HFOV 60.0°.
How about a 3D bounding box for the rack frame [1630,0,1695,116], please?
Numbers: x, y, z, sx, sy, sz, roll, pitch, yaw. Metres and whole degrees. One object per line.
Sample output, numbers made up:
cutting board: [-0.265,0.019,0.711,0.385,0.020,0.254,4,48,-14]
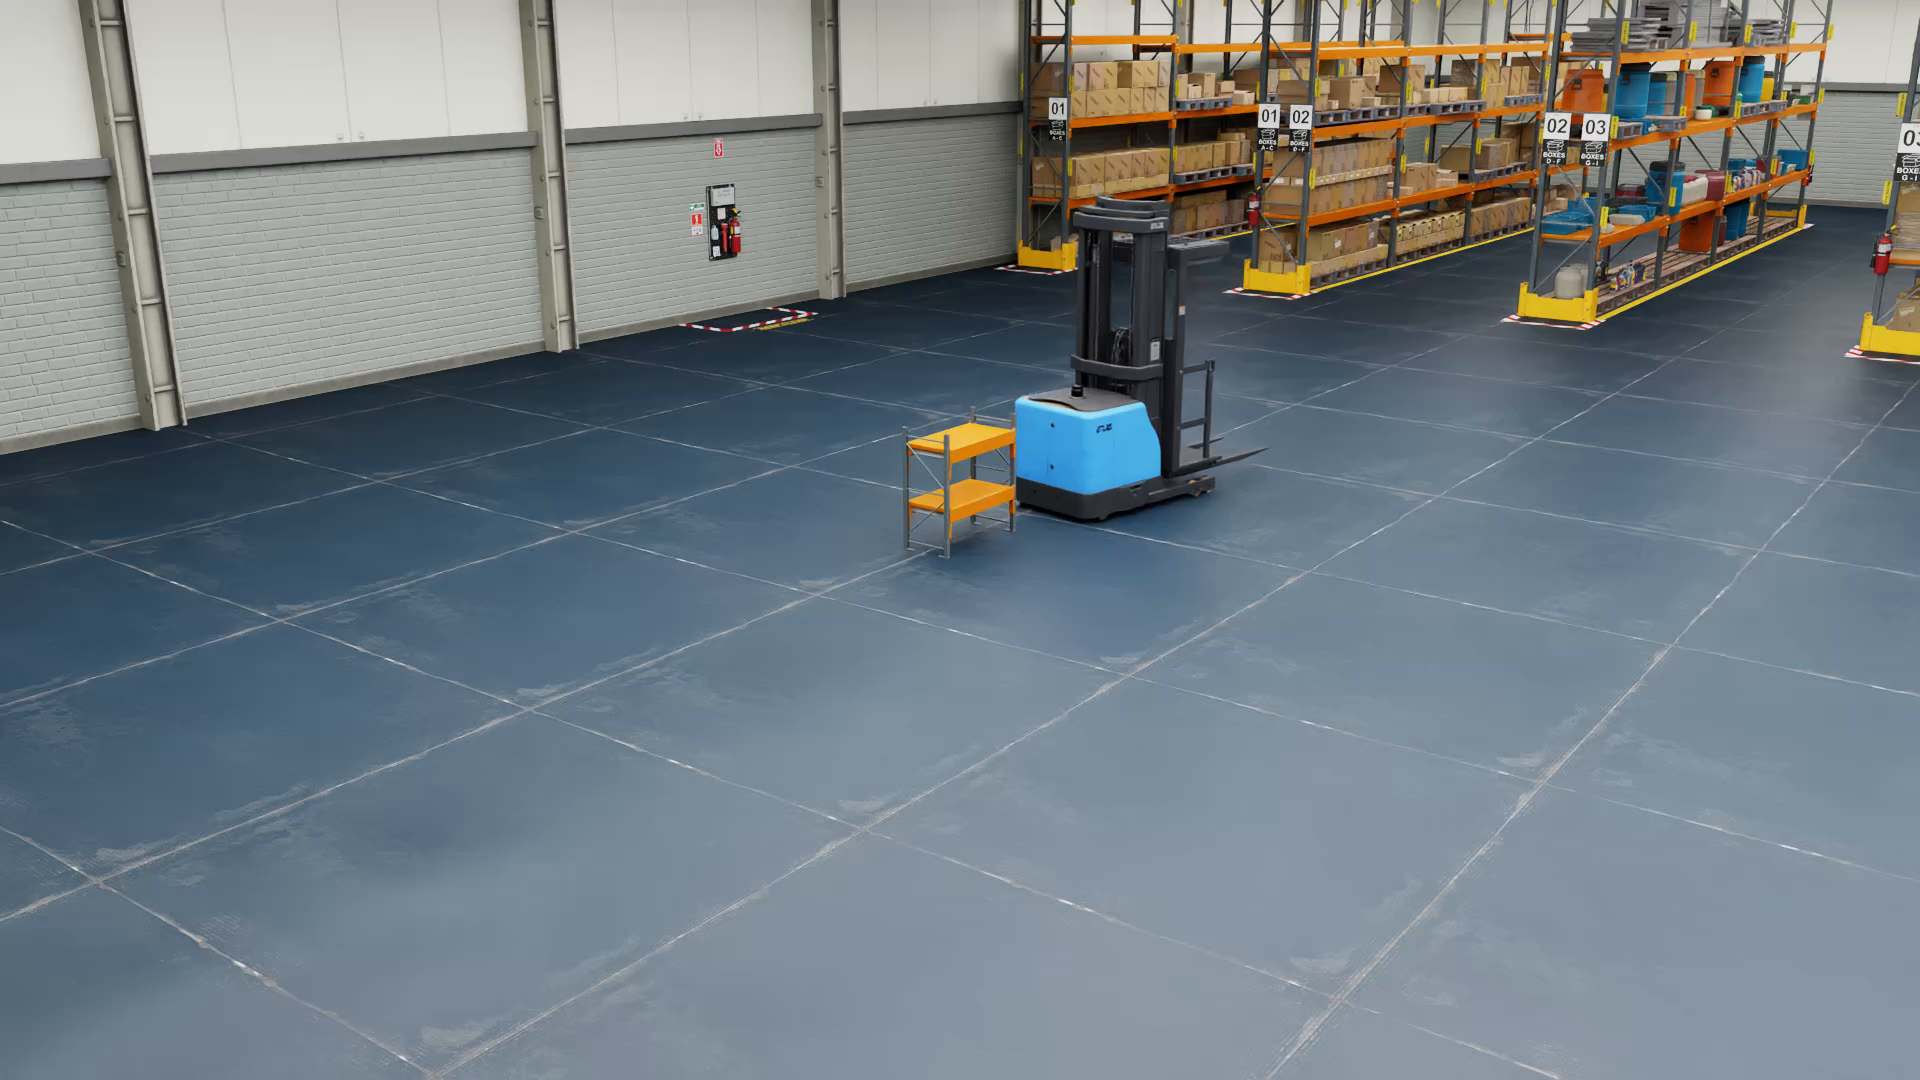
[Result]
rack frame: [11.980,-8.810,28.446,1.000,3.000,0.127,12,21,35]

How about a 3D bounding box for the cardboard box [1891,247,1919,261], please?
cardboard box: [13.579,-4.101,23.823,0.380,0.149,0.250,12,21,35]

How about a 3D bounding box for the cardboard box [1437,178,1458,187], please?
cardboard box: [10.074,-7.391,34.416,0.380,0.149,0.250,12,21,35]

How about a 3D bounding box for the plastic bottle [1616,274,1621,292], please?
plastic bottle: [11.077,-4.333,27.982,0.061,0.283,0.133,13,21,36]

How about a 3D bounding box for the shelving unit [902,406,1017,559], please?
shelving unit: [0.004,-0.539,15.088,0.538,1.125,1.048,12,21,35]

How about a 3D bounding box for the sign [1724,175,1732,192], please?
sign: [14.810,-6.880,32.072,0.100,0.325,0.005,12,21,35]

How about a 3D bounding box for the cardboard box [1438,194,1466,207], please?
cardboard box: [10.787,-7.427,36.316,0.500,0.250,0.500,13,22,37]

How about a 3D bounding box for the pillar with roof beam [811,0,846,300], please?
pillar with roof beam: [1.245,-7.738,24.994,9.100,9.000,0.400,12,21,35]

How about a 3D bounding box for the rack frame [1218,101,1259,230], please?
rack frame: [6.407,-8.648,38.041,1.000,3.000,0.127,12,21,35]

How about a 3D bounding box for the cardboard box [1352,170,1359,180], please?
cardboard box: [7.101,-6.710,30.538,0.380,0.149,0.250,13,22,36]

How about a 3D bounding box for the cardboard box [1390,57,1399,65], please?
cardboard box: [10.957,-12.299,42.850,0.500,0.500,0.500,12,21,35]

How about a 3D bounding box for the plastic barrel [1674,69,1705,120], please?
plastic barrel: [13.700,-8.412,31.378,0.600,0.901,0.600,0,17,0]

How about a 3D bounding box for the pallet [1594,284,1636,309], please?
pallet: [10.820,-4.169,28.319,1.003,0.211,1.213,12,21,35]

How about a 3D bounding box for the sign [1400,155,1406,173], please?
sign: [8.451,-7.175,31.703,0.100,0.325,0.005,12,21,35]

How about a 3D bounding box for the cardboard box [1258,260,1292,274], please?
cardboard box: [5.703,-4.936,30.015,0.500,0.250,0.500,12,21,35]

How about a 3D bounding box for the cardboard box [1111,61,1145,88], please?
cardboard box: [3.322,-9.237,32.991,0.500,0.500,0.500,12,21,33]

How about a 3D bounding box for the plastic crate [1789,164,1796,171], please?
plastic crate: [18.790,-8.480,37.842,0.396,0.136,0.243,12,21,35]

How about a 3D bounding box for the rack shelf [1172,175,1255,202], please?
rack shelf: [5.216,-7.828,36.614,1.077,0.370,4.000,12,21,35]

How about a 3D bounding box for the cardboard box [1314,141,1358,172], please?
cardboard box: [6.848,-7.023,30.452,0.700,0.500,0.500,12,21,35]

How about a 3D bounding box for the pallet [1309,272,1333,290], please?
pallet: [6.043,-4.726,30.114,1.003,0.211,1.213,12,21,35]

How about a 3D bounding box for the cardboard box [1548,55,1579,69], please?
cardboard box: [14.284,-11.270,39.570,0.700,0.500,0.500,12,21,35]

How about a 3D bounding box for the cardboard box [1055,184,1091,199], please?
cardboard box: [2.186,-6.741,32.119,0.500,0.250,0.500,12,21,33]

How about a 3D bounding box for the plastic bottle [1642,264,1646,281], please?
plastic bottle: [11.959,-4.685,29.117,0.061,0.283,0.133,14,22,37]

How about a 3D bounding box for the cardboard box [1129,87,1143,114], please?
cardboard box: [3.310,-8.765,33.156,0.500,0.500,0.500,11,21,33]

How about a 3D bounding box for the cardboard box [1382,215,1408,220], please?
cardboard box: [8.922,-6.486,34.061,0.500,0.311,0.500,12,21,34]

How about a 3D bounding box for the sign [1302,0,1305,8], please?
sign: [8.360,-13.092,40.392,0.100,0.325,0.005,12,21,35]

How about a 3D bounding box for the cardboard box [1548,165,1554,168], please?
cardboard box: [13.596,-8.970,38.909,0.500,0.500,0.500,13,21,36]

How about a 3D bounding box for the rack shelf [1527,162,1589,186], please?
rack shelf: [13.963,-8.859,39.934,1.077,0.370,4.000,12,21,35]

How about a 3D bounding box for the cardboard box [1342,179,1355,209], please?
cardboard box: [6.830,-6.394,30.615,0.700,0.500,0.500,13,22,36]

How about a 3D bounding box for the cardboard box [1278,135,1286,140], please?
cardboard box: [7.205,-9.397,38.483,0.500,0.250,0.500,12,21,34]

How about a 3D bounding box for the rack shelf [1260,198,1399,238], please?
rack shelf: [6.813,-6.001,30.730,1.077,0.370,4.000,12,21,35]

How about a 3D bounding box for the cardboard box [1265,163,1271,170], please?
cardboard box: [6.947,-8.634,38.385,0.380,0.149,0.250,13,21,35]

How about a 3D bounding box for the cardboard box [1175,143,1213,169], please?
cardboard box: [5.061,-8.363,36.212,0.700,0.500,0.500,16,24,42]

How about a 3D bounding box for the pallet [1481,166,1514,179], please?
pallet: [11.543,-8.146,36.748,1.003,0.211,1.213,12,21,35]

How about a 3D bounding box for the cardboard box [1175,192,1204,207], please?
cardboard box: [5.016,-7.478,36.483,0.500,0.250,0.500,12,21,33]

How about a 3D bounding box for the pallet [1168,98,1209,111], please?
pallet: [4.477,-9.167,34.969,1.213,0.211,1.003,12,21,35]

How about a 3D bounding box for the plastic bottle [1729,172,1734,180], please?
plastic bottle: [15.604,-7.283,33.727,0.144,0.351,0.185,12,21,35]

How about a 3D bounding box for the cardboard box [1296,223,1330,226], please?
cardboard box: [6.585,-5.654,31.063,0.500,0.500,0.500,12,21,35]

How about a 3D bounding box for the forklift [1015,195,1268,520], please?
forklift: [1.938,-1.935,16.538,3.031,2.935,1.130,-15,23,-41]

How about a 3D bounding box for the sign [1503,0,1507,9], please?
sign: [12.346,-12.176,37.576,0.100,0.325,0.005,12,21,35]

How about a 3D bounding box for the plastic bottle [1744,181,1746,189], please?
plastic bottle: [15.988,-7.278,33.963,0.097,0.201,0.097,0,17,0]

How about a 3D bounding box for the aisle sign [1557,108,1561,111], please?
aisle sign: [14.959,-10.989,41.195,0.394,0.787,0.004,12,21,35]

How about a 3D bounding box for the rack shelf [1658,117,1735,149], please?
rack shelf: [13.172,-7.510,30.532,1.077,0.370,4.000,12,21,35]

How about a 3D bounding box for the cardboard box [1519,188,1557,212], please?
cardboard box: [13.887,-8.193,40.042,0.797,0.503,0.637,12,21,35]

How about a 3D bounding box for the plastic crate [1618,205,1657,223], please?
plastic crate: [11.539,-5.562,28.355,0.499,0.251,0.616,12,21,35]

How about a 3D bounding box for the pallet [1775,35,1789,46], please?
pallet: [16.279,-10.232,34.017,1.003,0.211,1.213,12,21,35]

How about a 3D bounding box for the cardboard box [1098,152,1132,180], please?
cardboard box: [3.080,-7.463,33.178,0.500,0.500,0.500,13,22,36]

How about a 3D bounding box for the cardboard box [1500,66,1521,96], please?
cardboard box: [12.032,-10.185,36.887,0.600,0.600,0.600,12,21,34]

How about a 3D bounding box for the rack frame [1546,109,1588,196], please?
rack frame: [15.155,-9.679,41.361,1.000,3.000,0.127,12,21,35]

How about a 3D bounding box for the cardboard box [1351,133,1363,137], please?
cardboard box: [9.566,-10.044,42.028,0.980,0.700,0.700,12,21,33]

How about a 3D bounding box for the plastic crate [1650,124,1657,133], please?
plastic crate: [11.349,-6.798,27.469,0.243,0.136,0.396,12,21,35]

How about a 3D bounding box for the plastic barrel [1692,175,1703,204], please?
plastic barrel: [13.671,-6.568,31.154,0.421,0.512,0.421,0,17,0]

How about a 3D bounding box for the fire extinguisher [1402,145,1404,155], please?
fire extinguisher: [11.635,-10.293,44.097,0.296,0.674,0.183,12,21,35]

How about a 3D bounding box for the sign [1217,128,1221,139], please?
sign: [5.960,-9.299,38.183,0.100,0.325,0.005,12,21,35]

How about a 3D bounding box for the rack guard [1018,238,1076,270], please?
rack guard: [1.686,-5.567,32.335,1.175,0.500,0.348,12,21,35]
